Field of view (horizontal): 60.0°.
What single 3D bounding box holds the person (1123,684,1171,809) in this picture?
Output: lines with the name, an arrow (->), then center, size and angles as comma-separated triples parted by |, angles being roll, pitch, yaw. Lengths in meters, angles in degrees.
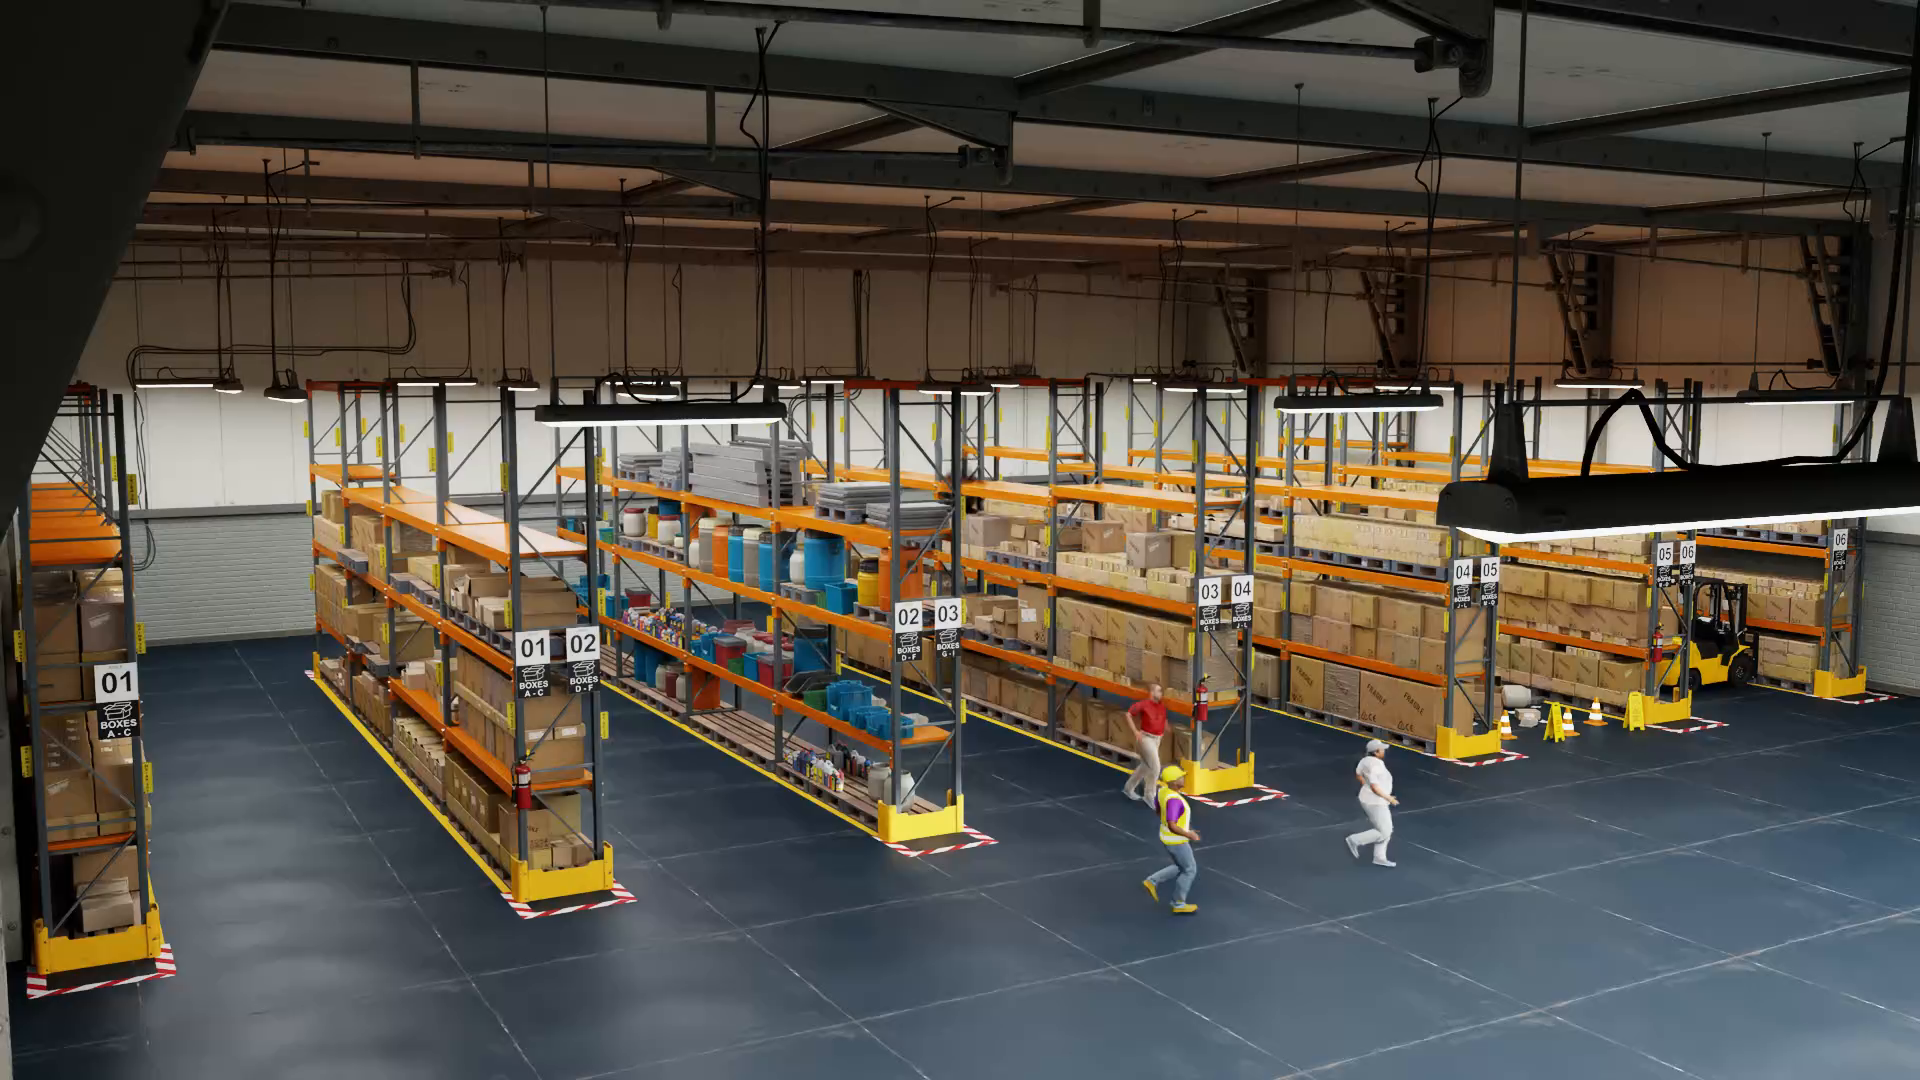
person -> 2.736, 2.955, 23.996 | 0.712, 1.773, 0.658 | 5, 8, 37

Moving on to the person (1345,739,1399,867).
person -> 5.171, 3.314, 20.922 | 0.685, 1.643, 0.608 | 0, 6, -2

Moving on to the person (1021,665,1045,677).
person -> 1.476, 1.905, 32.932 | 0.662, 1.777, 1.004 | -4, 7, -33

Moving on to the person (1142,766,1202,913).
person -> 2.437, 3.445, 19.138 | 0.625, 1.716, 0.700 | -1, 6, -6
